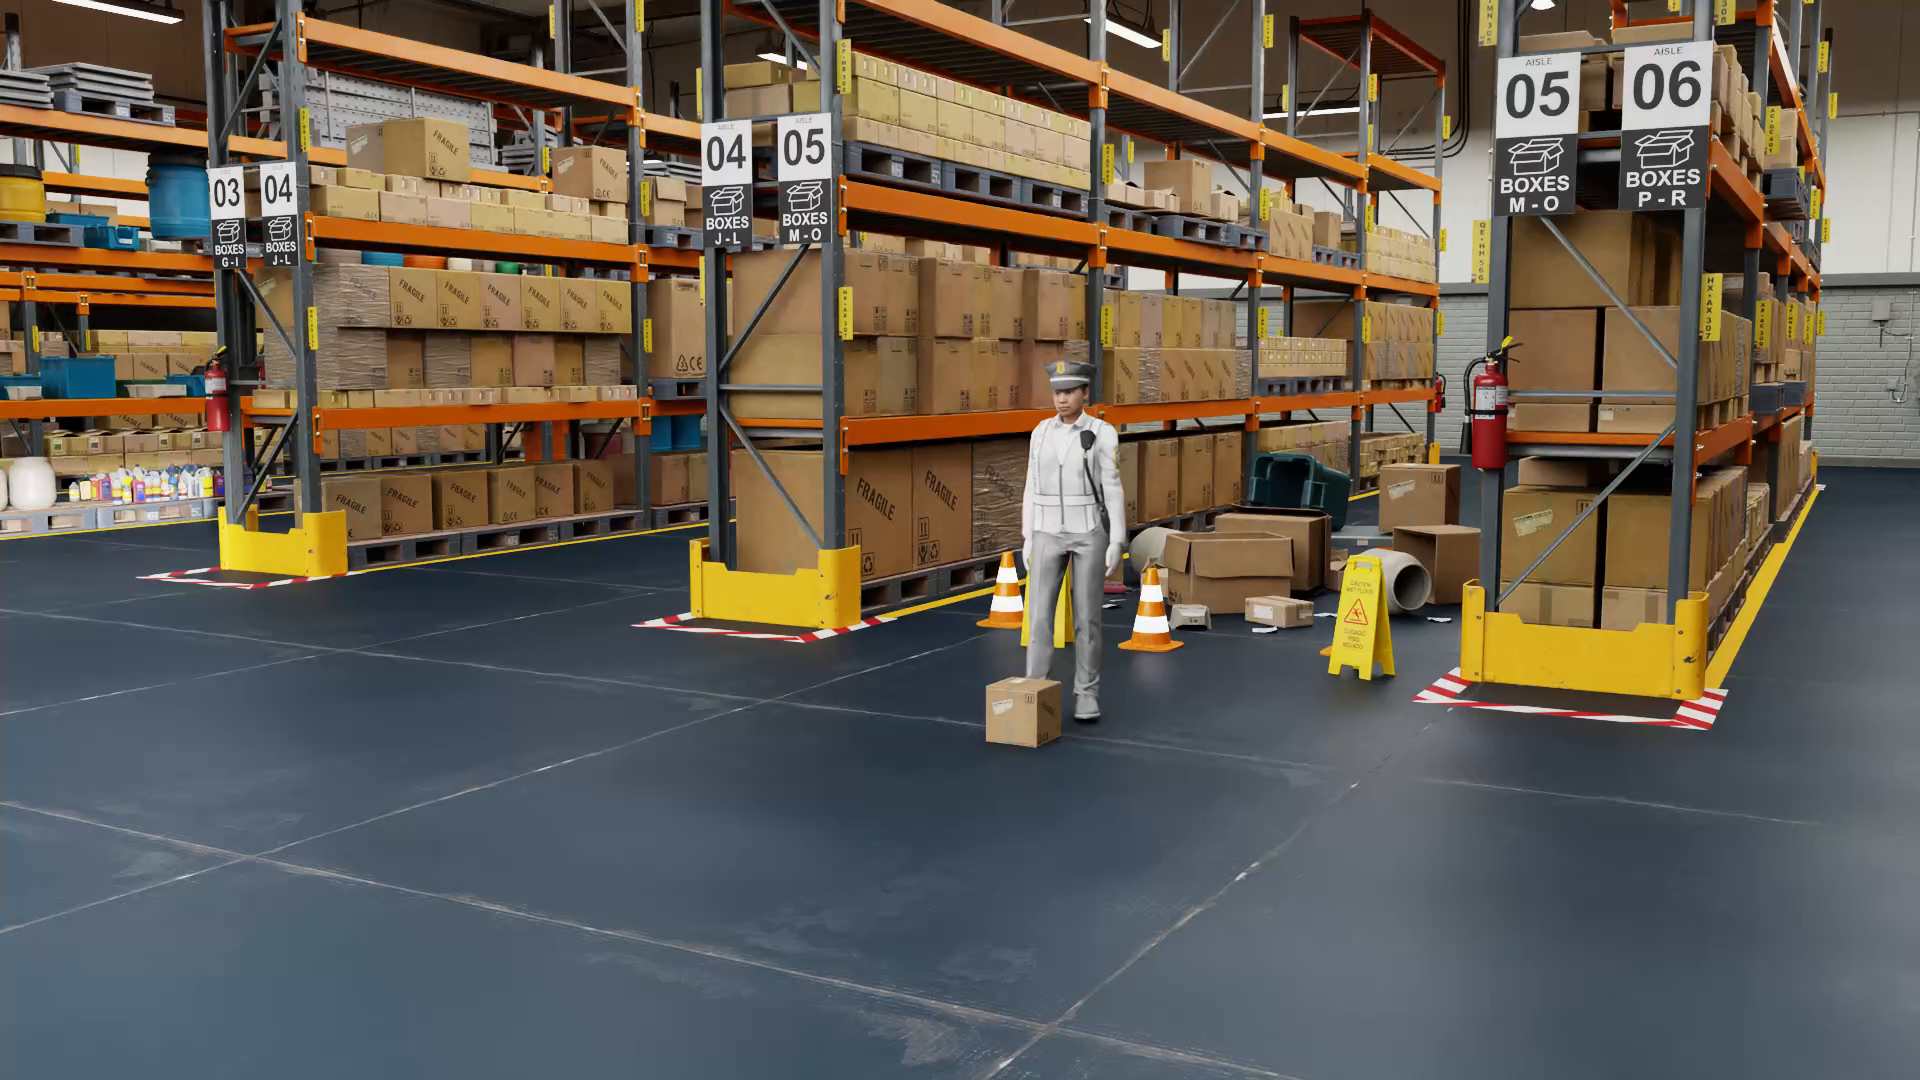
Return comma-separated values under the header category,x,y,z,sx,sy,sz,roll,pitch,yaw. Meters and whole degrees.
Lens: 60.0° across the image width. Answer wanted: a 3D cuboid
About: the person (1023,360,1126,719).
category,x,y,z,sx,sy,sz,roll,pitch,yaw
person,0.497,0.009,7.649,0.510,1.666,0.546,2,6,19
